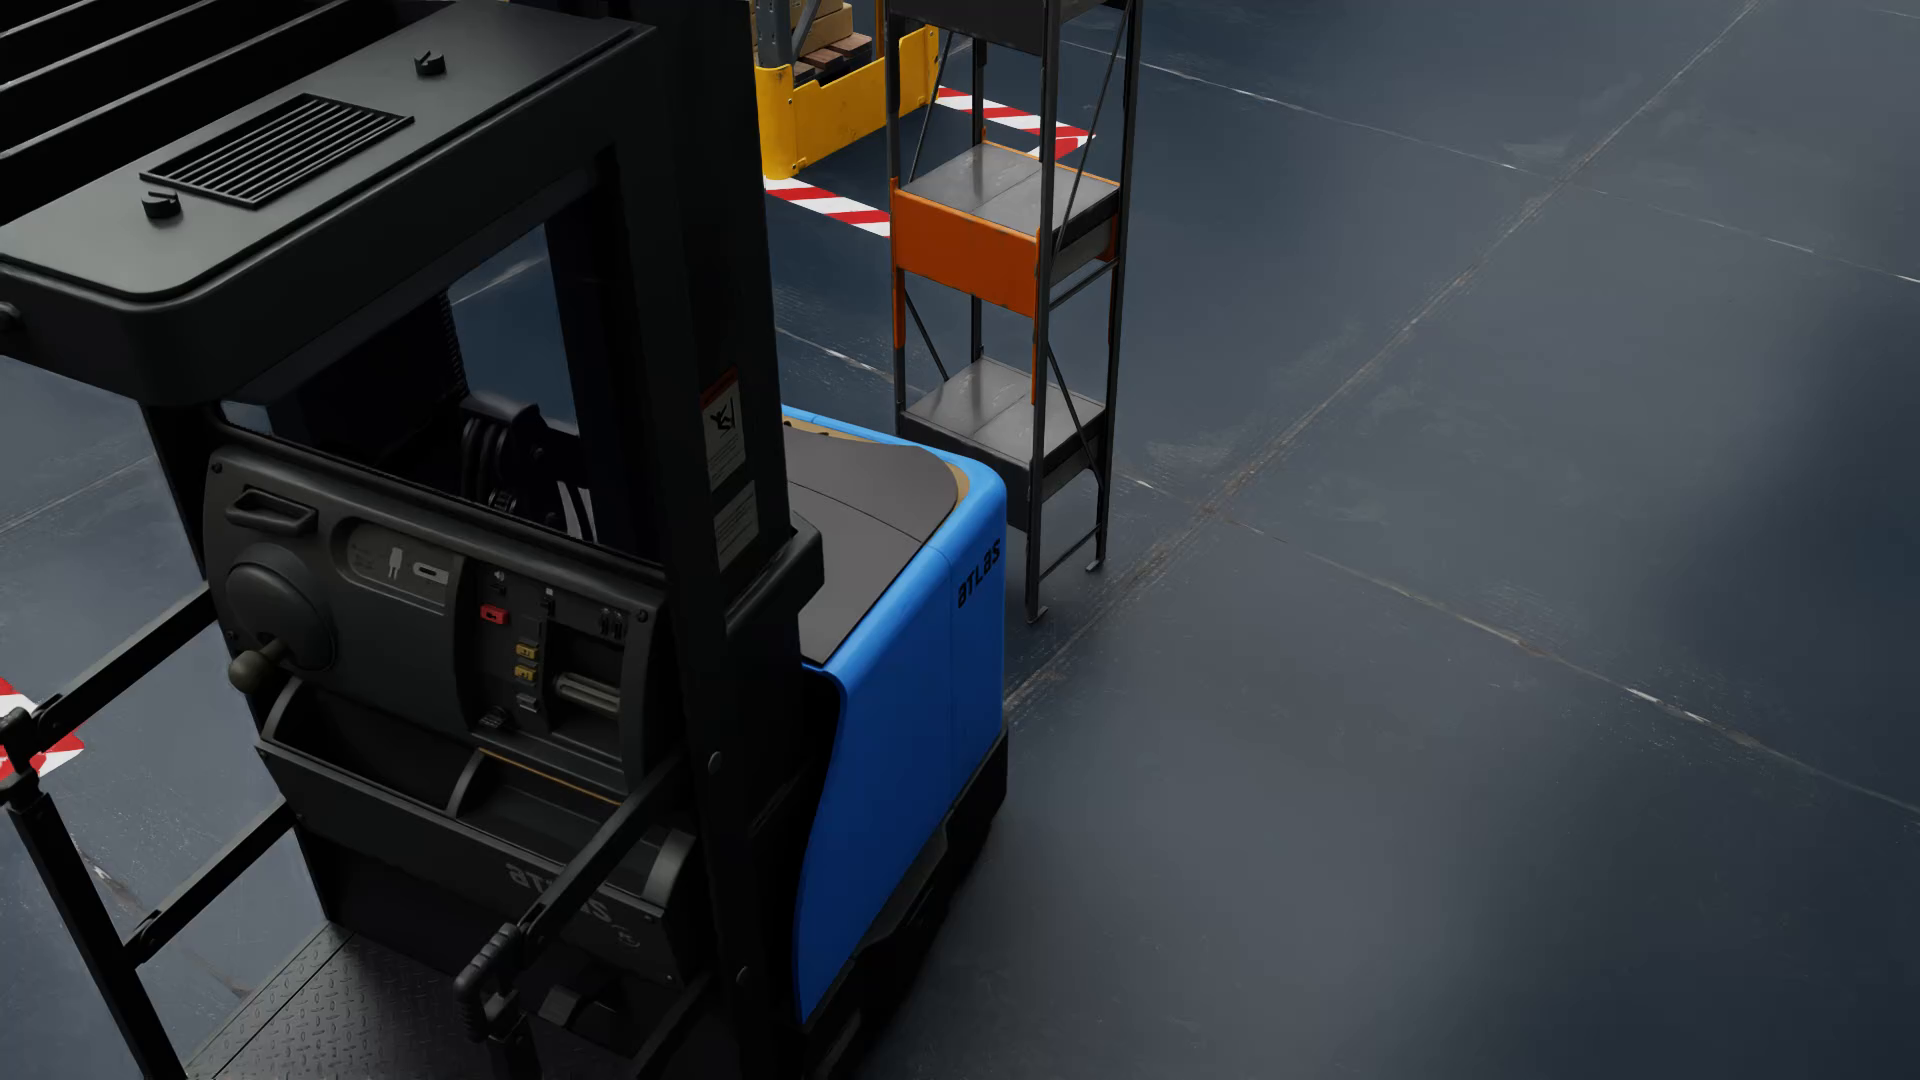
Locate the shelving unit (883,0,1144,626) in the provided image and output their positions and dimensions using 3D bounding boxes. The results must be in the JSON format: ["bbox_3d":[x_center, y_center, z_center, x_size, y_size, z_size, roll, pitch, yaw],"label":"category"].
[{"bbox_3d":[0.131,-0.765,4.524,0.503,2.100,0.431,25,45,29],"label":"shelving unit"}]

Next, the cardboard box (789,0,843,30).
[{"bbox_3d":[-0.766,-2.538,7.789,0.250,0.149,0.380,27,46,30],"label":"cardboard box"}]

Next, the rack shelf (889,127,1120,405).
[{"bbox_3d":[0.131,-0.754,4.532,0.480,0.518,0.431,25,45,29],"label":"rack shelf"}]

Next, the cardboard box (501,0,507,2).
[{"bbox_3d":[-2.123,-2.645,8.167,0.250,0.149,0.380,26,45,29],"label":"cardboard box"}]

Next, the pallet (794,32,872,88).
[{"bbox_3d":[-1.190,-2.308,8.027,1.213,0.211,1.003,25,45,29],"label":"pallet"}]

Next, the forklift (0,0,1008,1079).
[{"bbox_3d":[-0.985,0.210,2.604,1.130,2.935,3.031,17,41,20],"label":"forklift"}]

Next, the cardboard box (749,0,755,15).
[{"bbox_3d":[-1.080,-2.408,7.381,0.250,0.149,0.380,26,45,29],"label":"cardboard box"}]

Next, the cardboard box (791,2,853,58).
[{"bbox_3d":[-0.727,-2.452,7.921,0.250,0.149,0.380,26,45,29],"label":"cardboard box"}]

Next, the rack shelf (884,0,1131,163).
[{"bbox_3d":[0.131,-1.305,4.100,0.480,0.518,0.431,25,45,29],"label":"rack shelf"}]

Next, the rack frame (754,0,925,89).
[{"bbox_3d":[-0.506,-3.056,6.720,0.127,3.000,1.000,25,45,29],"label":"rack frame"}]

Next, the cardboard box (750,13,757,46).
[{"bbox_3d":[-1.098,-2.274,7.452,0.250,0.149,0.380,24,44,27],"label":"cardboard box"}]

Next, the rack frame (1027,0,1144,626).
[{"bbox_3d":[0.325,-0.673,4.407,0.015,2.100,0.400,25,45,29],"label":"rack frame"}]

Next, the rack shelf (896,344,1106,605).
[{"bbox_3d":[0.131,-0.203,4.963,0.480,0.518,0.431,25,45,29],"label":"rack shelf"}]

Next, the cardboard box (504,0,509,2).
[{"bbox_3d":[-2.124,-2.761,8.073,0.250,0.149,0.380,28,46,31],"label":"cardboard box"}]

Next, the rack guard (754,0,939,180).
[{"bbox_3d":[-0.566,-2.101,7.527,0.348,0.500,1.175,25,45,29],"label":"rack guard"}]

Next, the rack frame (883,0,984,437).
[{"bbox_3d":[-0.062,-0.856,4.640,0.015,2.100,0.400,25,45,29],"label":"rack frame"}]

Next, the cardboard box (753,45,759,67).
[{"bbox_3d":[-1.051,-2.194,7.591,0.250,0.149,0.380,26,45,29],"label":"cardboard box"}]
